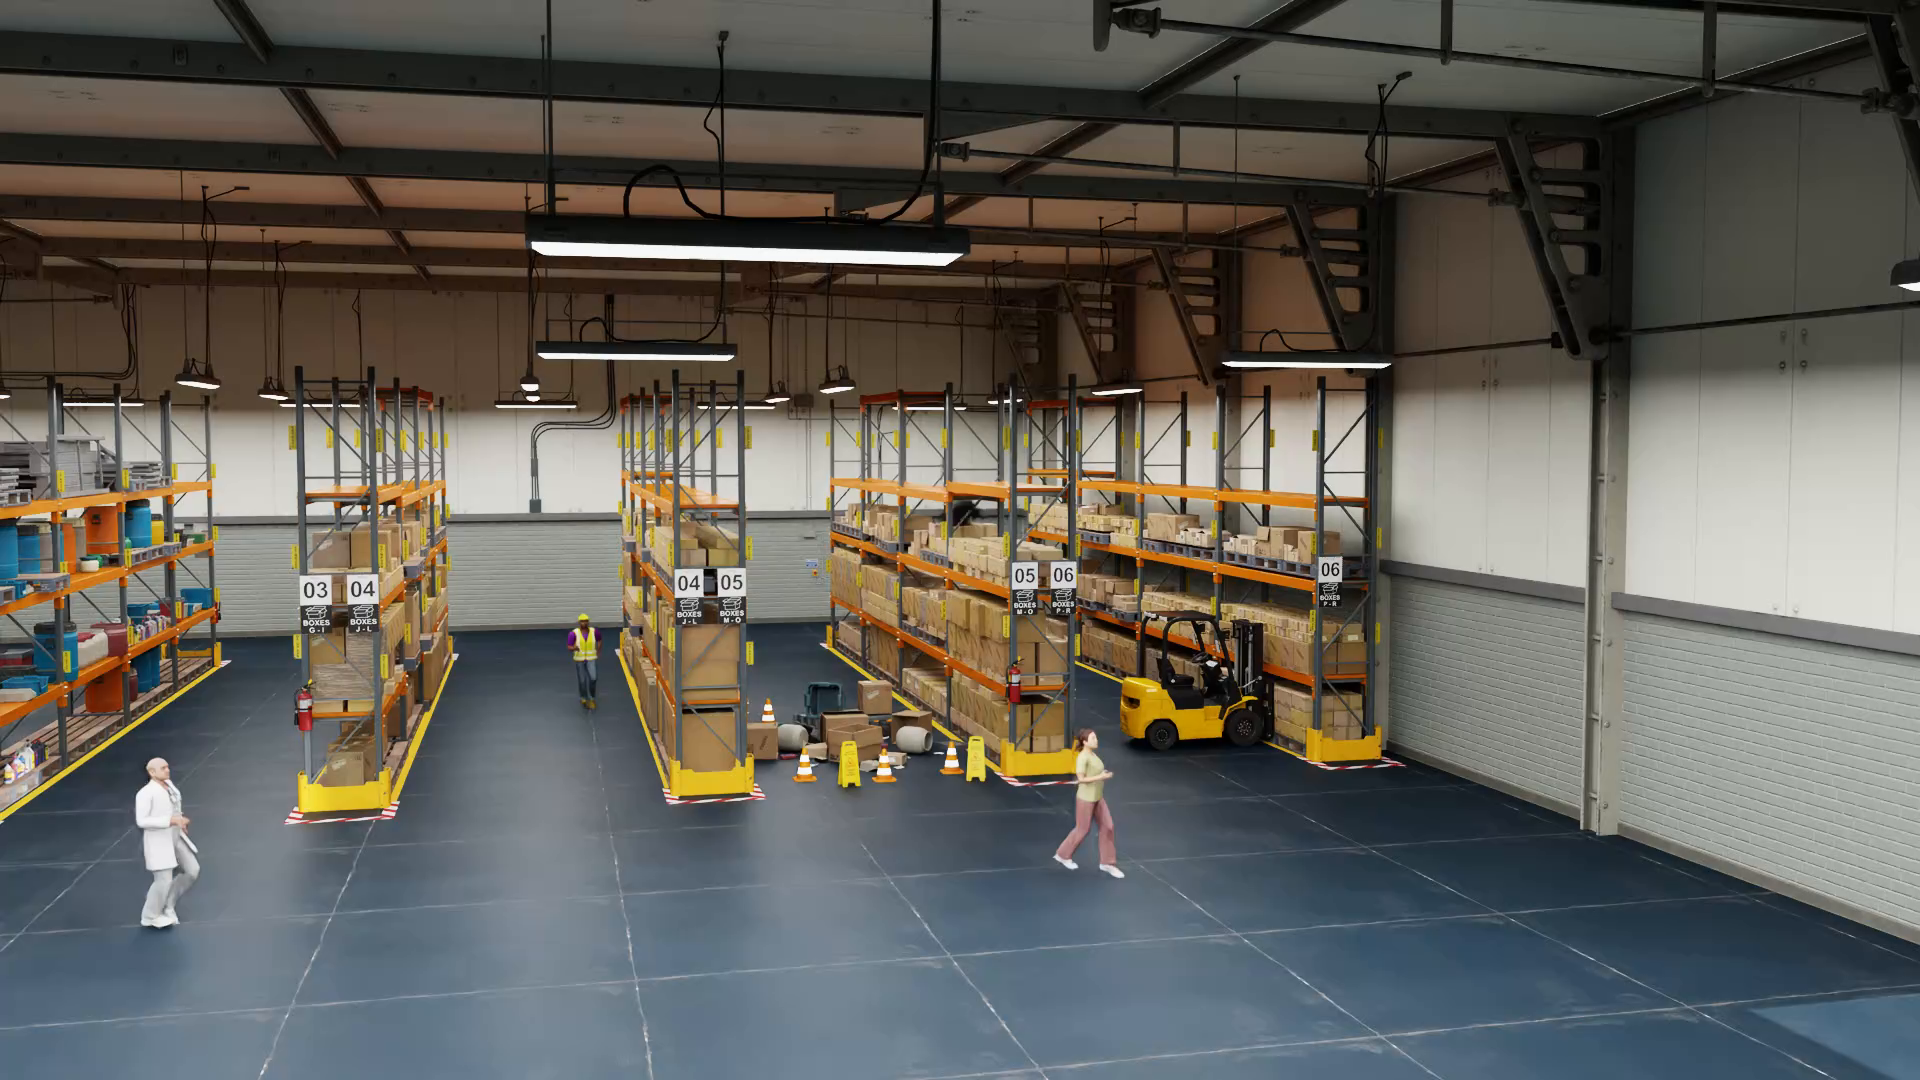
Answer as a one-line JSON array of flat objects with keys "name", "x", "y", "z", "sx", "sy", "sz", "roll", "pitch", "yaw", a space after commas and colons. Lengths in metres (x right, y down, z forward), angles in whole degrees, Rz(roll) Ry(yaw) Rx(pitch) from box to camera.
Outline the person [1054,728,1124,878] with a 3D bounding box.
[{"name": "person", "x": 1.480, "y": 3.006, "z": 19.094, "sx": 0.831, "sy": 1.701, "sz": 0.570, "roll": 2, "pitch": 4, "yaw": 28}]

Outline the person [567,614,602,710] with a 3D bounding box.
[{"name": "person", "x": -7.001, "y": 2.277, "z": 31.074, "sx": 0.671, "sy": 1.806, "sz": 0.738, "roll": -1, "pitch": 4, "yaw": -17}]

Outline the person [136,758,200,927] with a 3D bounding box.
[{"name": "person", "x": -8.096, "y": 3.107, "z": 17.041, "sx": 0.673, "sy": 1.762, "sz": 0.694, "roll": 1, "pitch": 4, "yaw": 13}]
